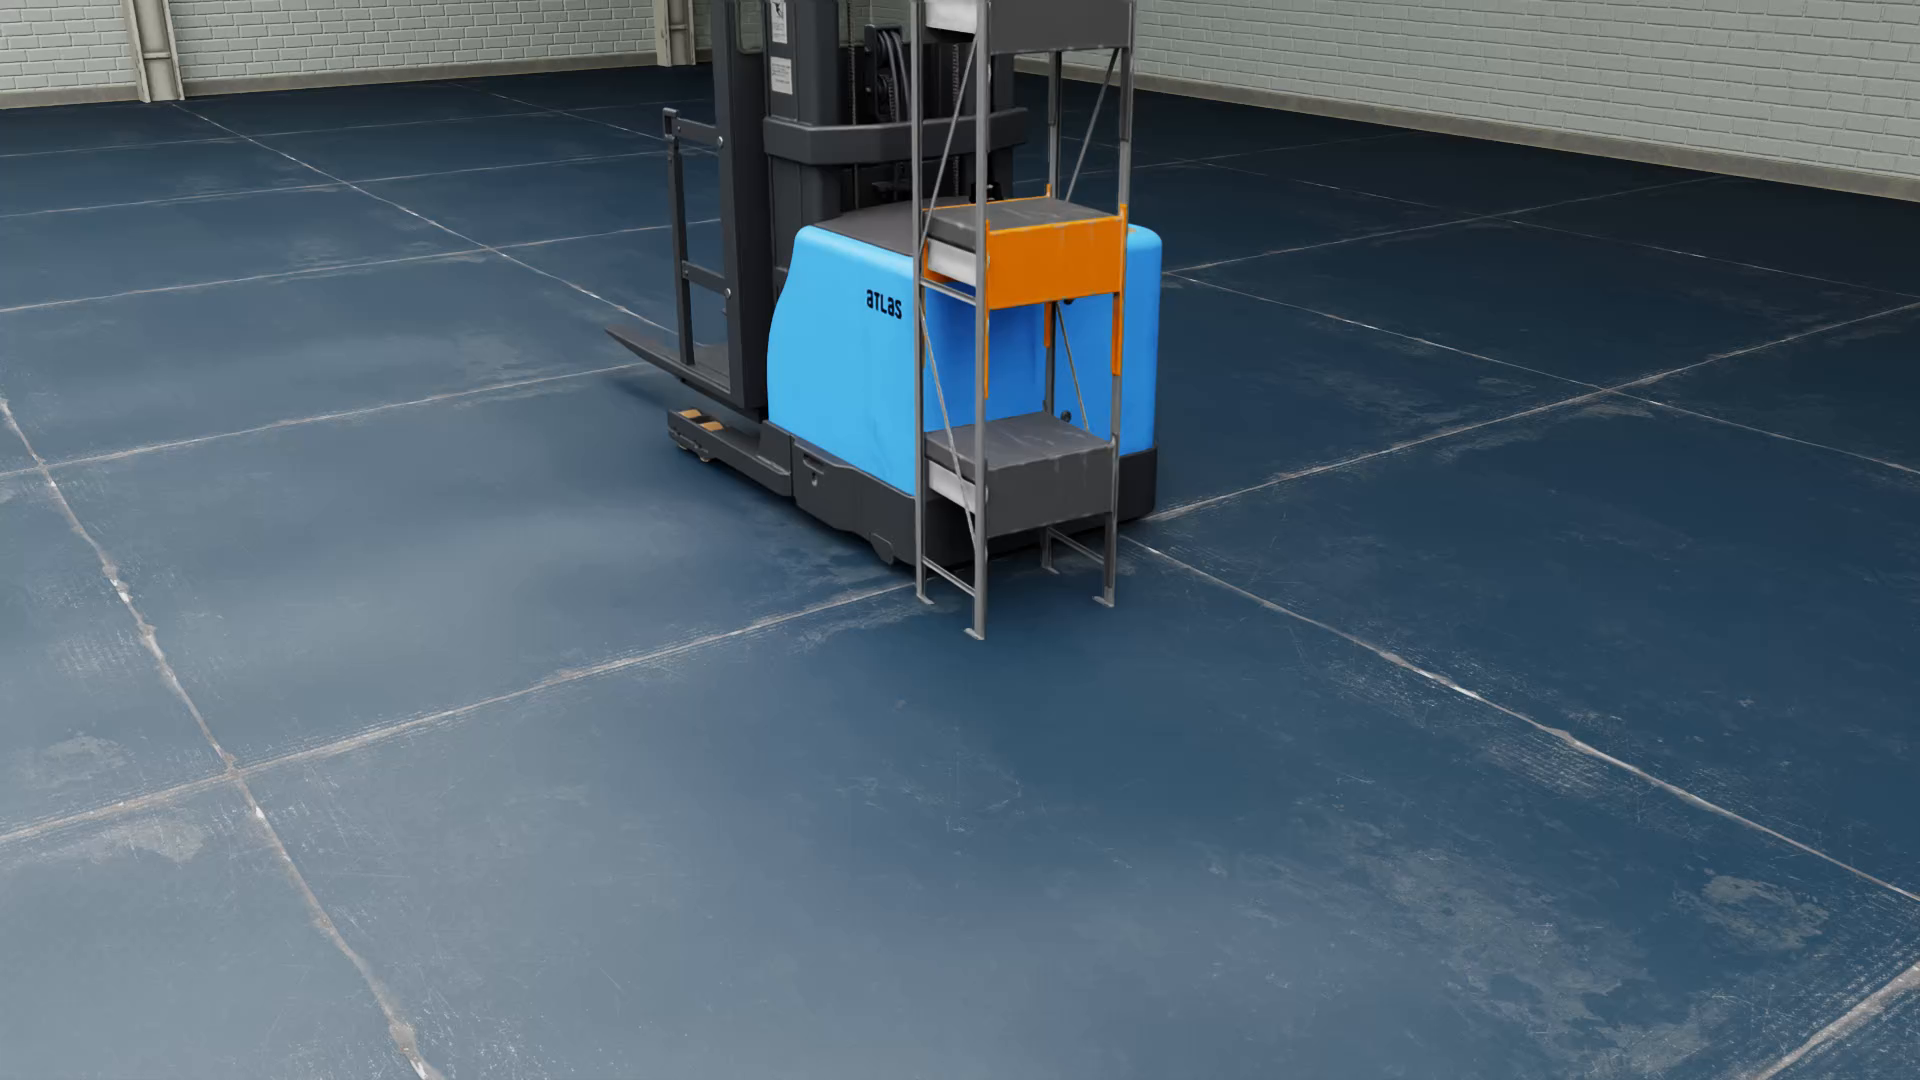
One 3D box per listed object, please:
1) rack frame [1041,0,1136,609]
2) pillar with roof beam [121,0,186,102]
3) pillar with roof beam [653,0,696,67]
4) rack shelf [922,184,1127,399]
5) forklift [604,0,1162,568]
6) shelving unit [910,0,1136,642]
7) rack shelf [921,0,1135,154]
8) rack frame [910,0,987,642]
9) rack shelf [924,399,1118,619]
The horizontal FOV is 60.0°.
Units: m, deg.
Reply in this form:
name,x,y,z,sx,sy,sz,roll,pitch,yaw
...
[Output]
name,x,y,z,sx,sy,sz,roll,pitch,yaw
rack frame,0.386,-0.818,5.113,0.015,2.100,0.400,-12,25,-28
pillar with roof beam,-5.902,-7.531,12.626,0.400,9.000,9.100,-15,26,-33
pillar with roof beam,-1.031,-8.829,15.881,0.400,9.000,9.100,-15,26,-33
rack shelf,0.176,-0.759,5.002,0.480,0.518,0.431,-12,25,-28
forklift,-0.541,-1.760,6.352,1.130,2.935,3.031,-14,26,-32
shelving unit,0.176,-0.772,4.997,0.503,2.100,0.431,-12,25,-28
rack shelf,0.176,-1.409,4.743,0.480,0.518,0.431,-12,25,-28
rack frame,-0.034,-0.725,4.881,0.015,2.100,0.400,-12,25,-28
rack shelf,0.176,-0.109,5.262,0.480,0.518,0.431,-12,25,-28
